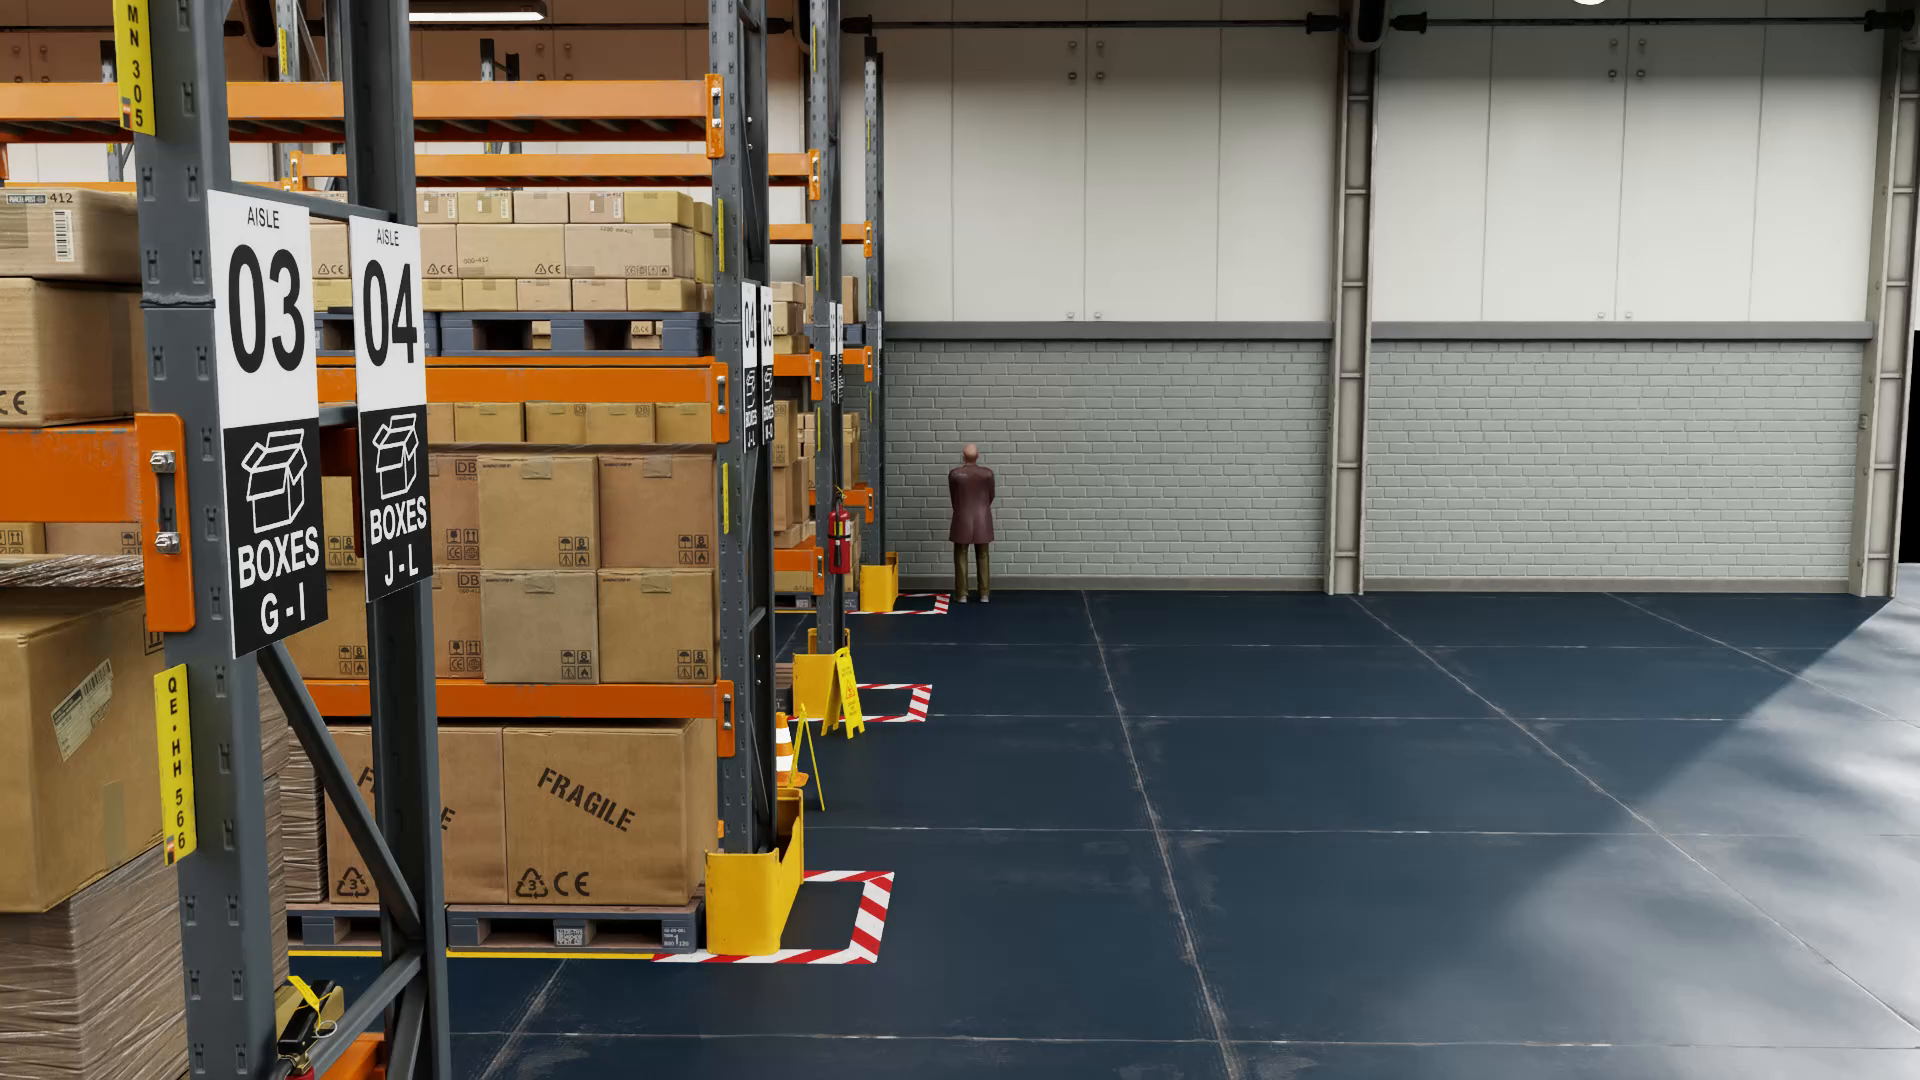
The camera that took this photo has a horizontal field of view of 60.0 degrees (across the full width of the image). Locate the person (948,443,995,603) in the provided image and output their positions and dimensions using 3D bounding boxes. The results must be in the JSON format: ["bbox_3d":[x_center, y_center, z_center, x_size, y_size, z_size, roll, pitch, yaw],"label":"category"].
[{"bbox_3d":[0.121,-0.205,18.499,0.534,1.770,0.562,-1,7,-5],"label":"person"}]
